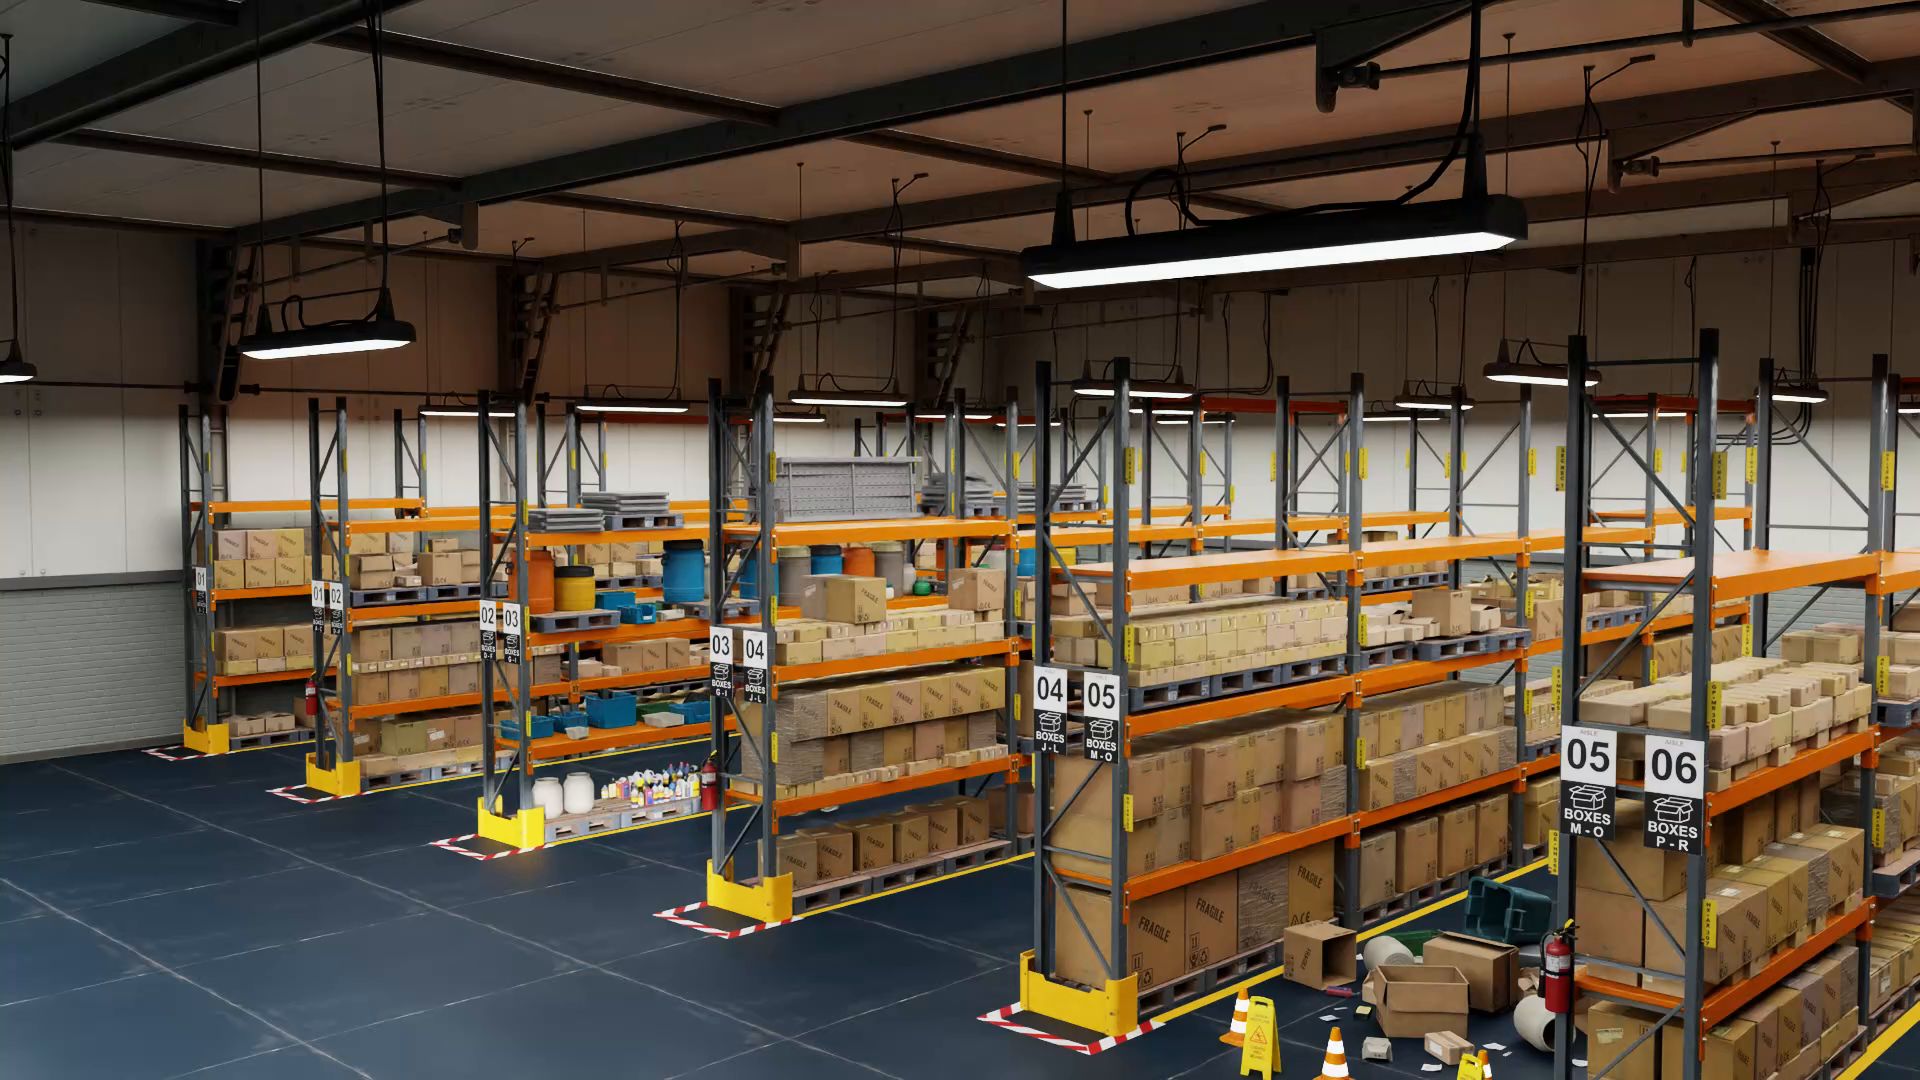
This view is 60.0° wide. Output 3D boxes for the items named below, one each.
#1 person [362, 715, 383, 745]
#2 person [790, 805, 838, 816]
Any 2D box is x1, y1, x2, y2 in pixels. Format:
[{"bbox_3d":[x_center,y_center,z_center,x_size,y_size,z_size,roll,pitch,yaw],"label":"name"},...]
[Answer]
[{"bbox_3d":[-10.005,2.846,28.066,0.524,1.627,1.018,1,3,12],"label":"person"},{"bbox_3d":[-2.106,3.134,23.627,0.889,1.526,0.440,-2,3,-31],"label":"person"}]
